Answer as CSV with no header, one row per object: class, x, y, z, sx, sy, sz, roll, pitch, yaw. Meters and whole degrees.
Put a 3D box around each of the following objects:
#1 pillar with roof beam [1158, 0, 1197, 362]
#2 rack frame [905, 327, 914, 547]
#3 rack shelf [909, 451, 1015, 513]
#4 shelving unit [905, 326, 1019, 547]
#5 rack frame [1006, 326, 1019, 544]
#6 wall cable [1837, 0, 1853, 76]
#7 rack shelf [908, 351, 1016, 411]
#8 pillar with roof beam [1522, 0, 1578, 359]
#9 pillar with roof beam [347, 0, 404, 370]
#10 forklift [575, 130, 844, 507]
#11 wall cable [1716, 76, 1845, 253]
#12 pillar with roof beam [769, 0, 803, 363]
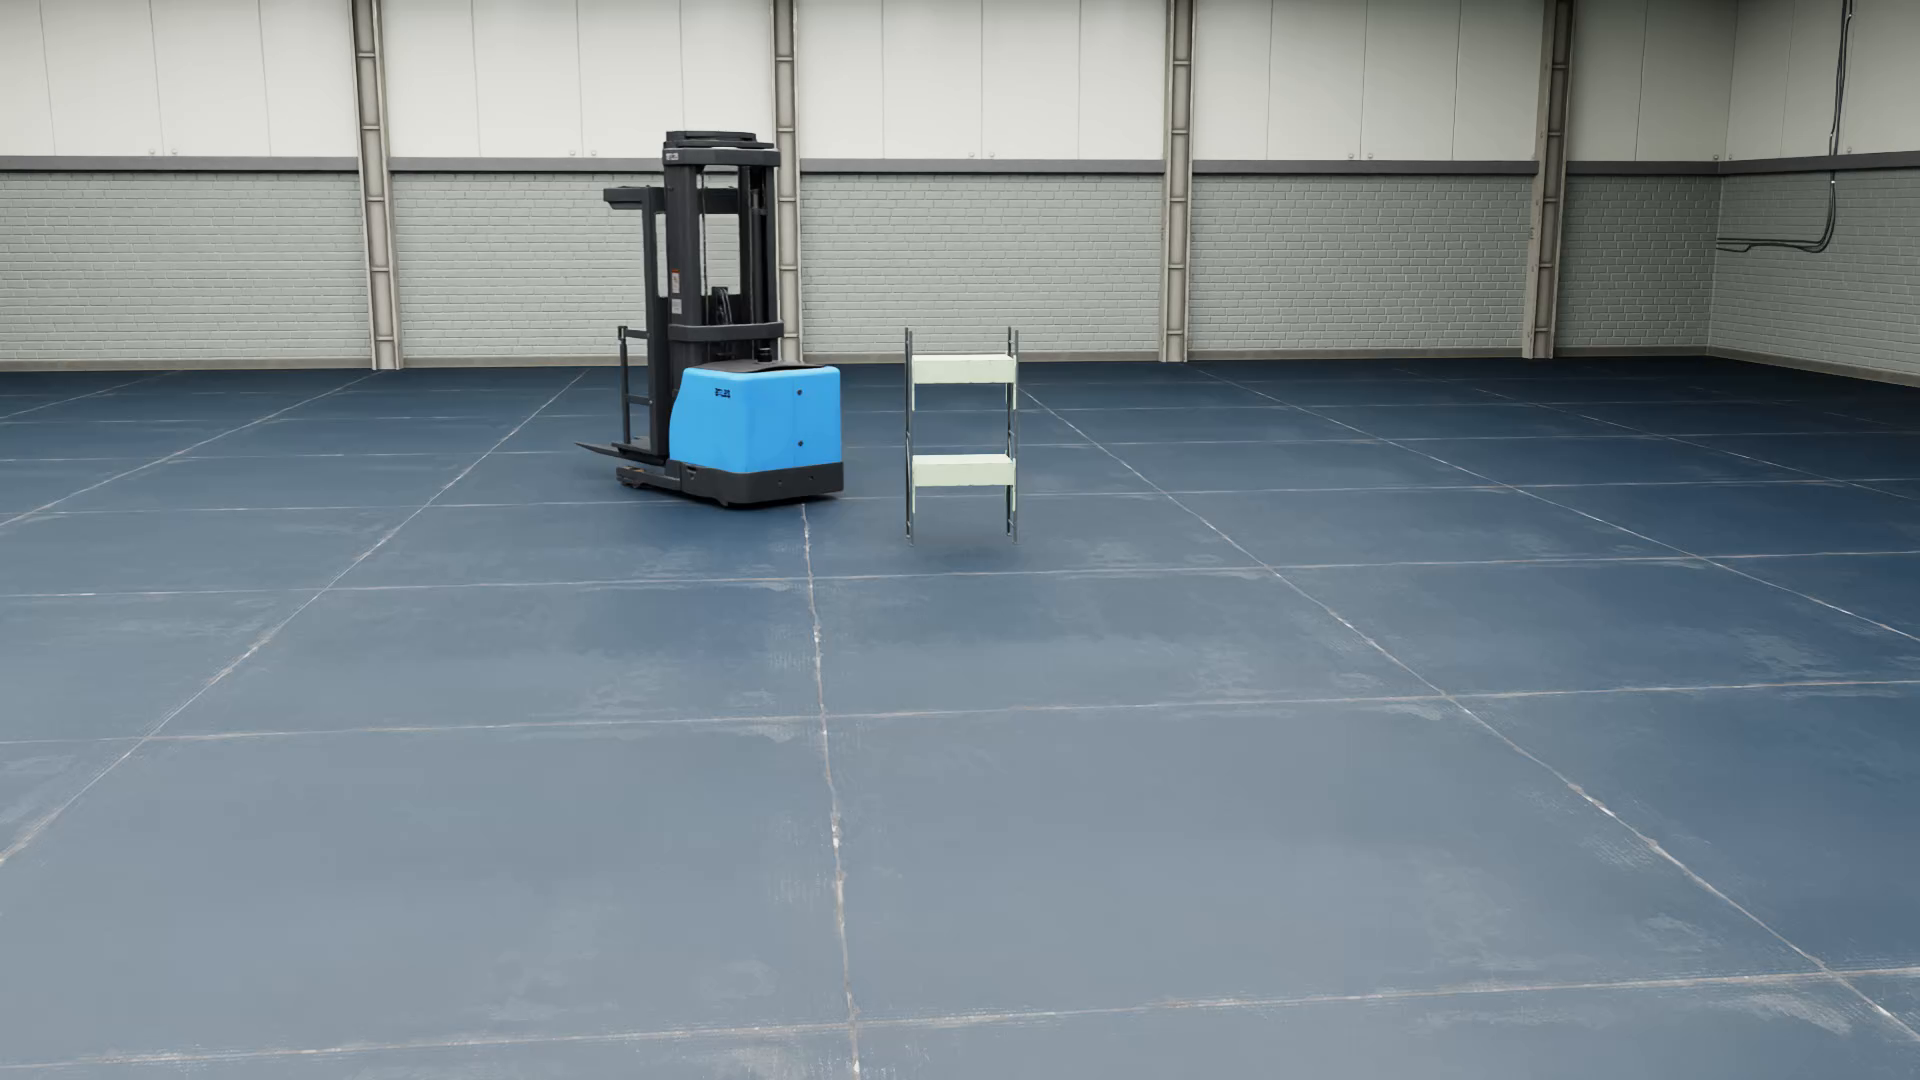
pillar with roof beam,3.818,-6.411,21.149,0.400,9.000,9.100,-1,11,-6
rack frame,-0.357,-0.728,11.685,0.023,1.500,0.400,-1,11,-6
rack shelf,0.007,-0.416,11.787,0.720,0.370,0.431,-1,11,-6
shelving unit,0.007,-0.736,11.724,0.755,1.500,0.431,-1,11,-6
rack frame,0.371,-0.744,11.763,0.023,1.500,0.400,-1,11,-6
wall cable,12.682,-7.605,22.180,0.112,2.526,3.097,-1,11,-6
rack shelf,0.007,-1.119,11.649,0.720,0.370,0.431,-1,11,-6
pillar with roof beam,9.783,-6.536,21.785,0.400,9.000,9.100,-1,11,-6
pillar with roof beam,-8.112,-6.161,19.878,0.400,9.000,9.100,-1,11,-6
forklift,-2.288,-1.929,14.082,1.130,2.935,3.031,-9,15,-40
wall cable,12.390,-5.645,25.306,0.112,2.526,3.097,-1,11,-6
pillar with roof beam,-2.147,-6.286,20.513,0.400,9.000,9.100,-1,11,-6
